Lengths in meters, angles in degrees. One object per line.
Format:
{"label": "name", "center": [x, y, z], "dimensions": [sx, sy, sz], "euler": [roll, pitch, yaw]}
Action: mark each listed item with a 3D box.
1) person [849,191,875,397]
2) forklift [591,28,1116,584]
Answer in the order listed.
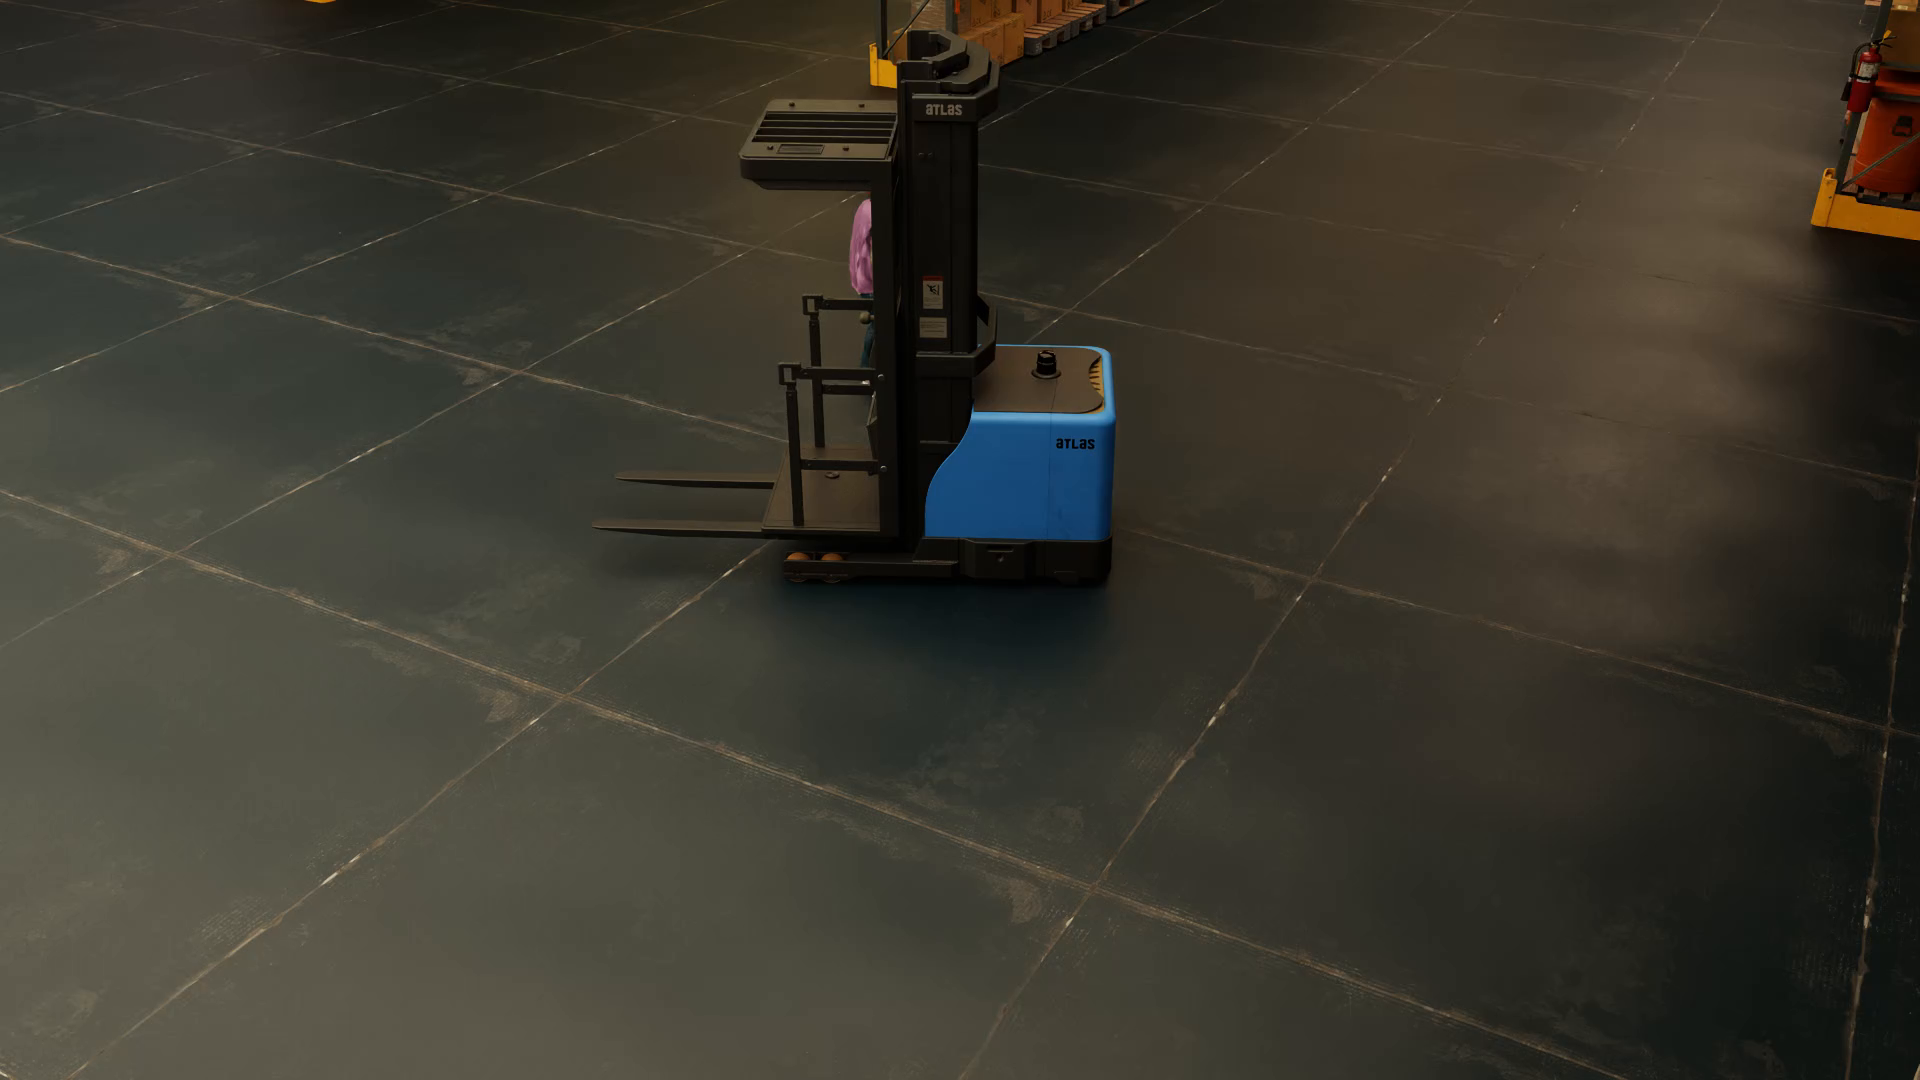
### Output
{"label": "person", "center": [-0.571, -1.760, 11.461], "dimensions": [0.345, 1.592, 0.480], "euler": [-10, 31, -16]}
{"label": "forklift", "center": [-0.626, -1.285, 9.297], "dimensions": [3.031, 2.935, 1.130], "euler": [1, 30, 2]}
